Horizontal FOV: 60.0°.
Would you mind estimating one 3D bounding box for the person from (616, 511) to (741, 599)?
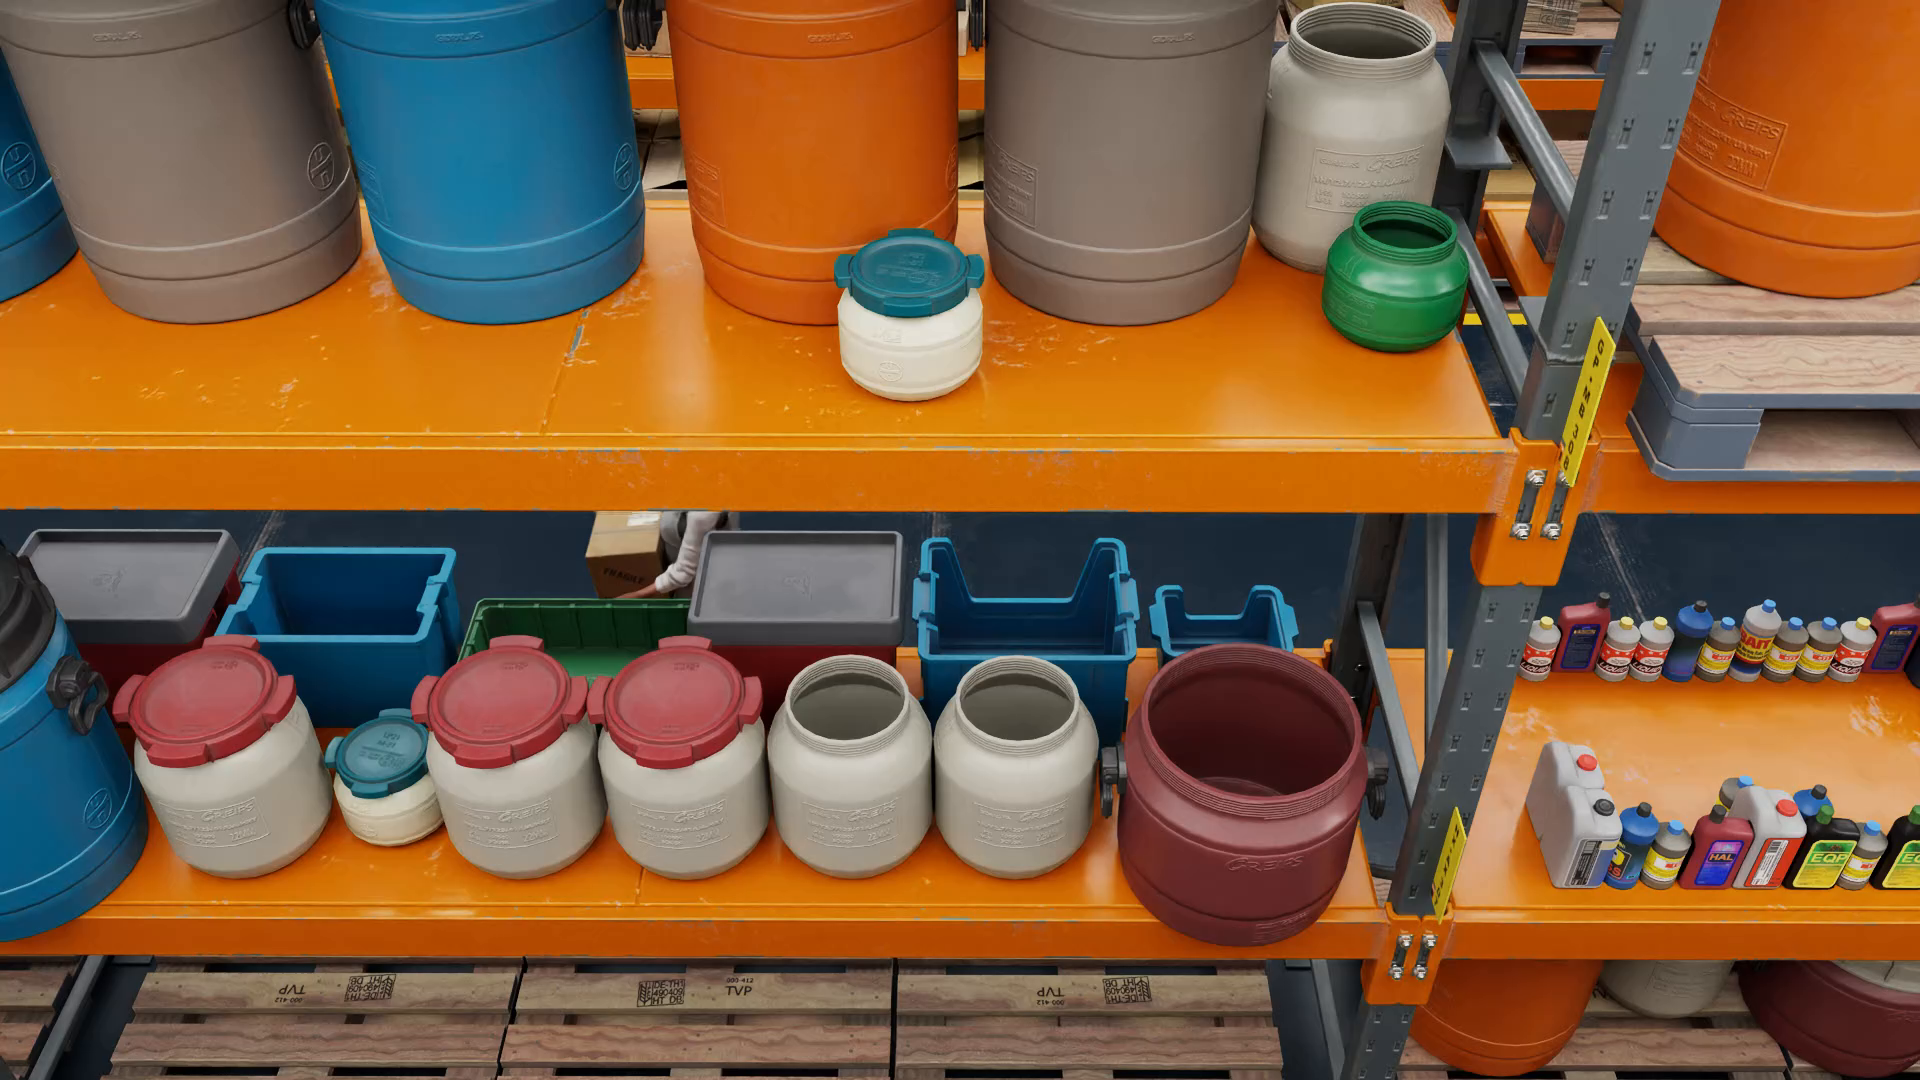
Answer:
[{"bbox_3d":[-0.966,0.188,5.938,0.489,1.596,0.425,0,40,0],"label":"person"}]
